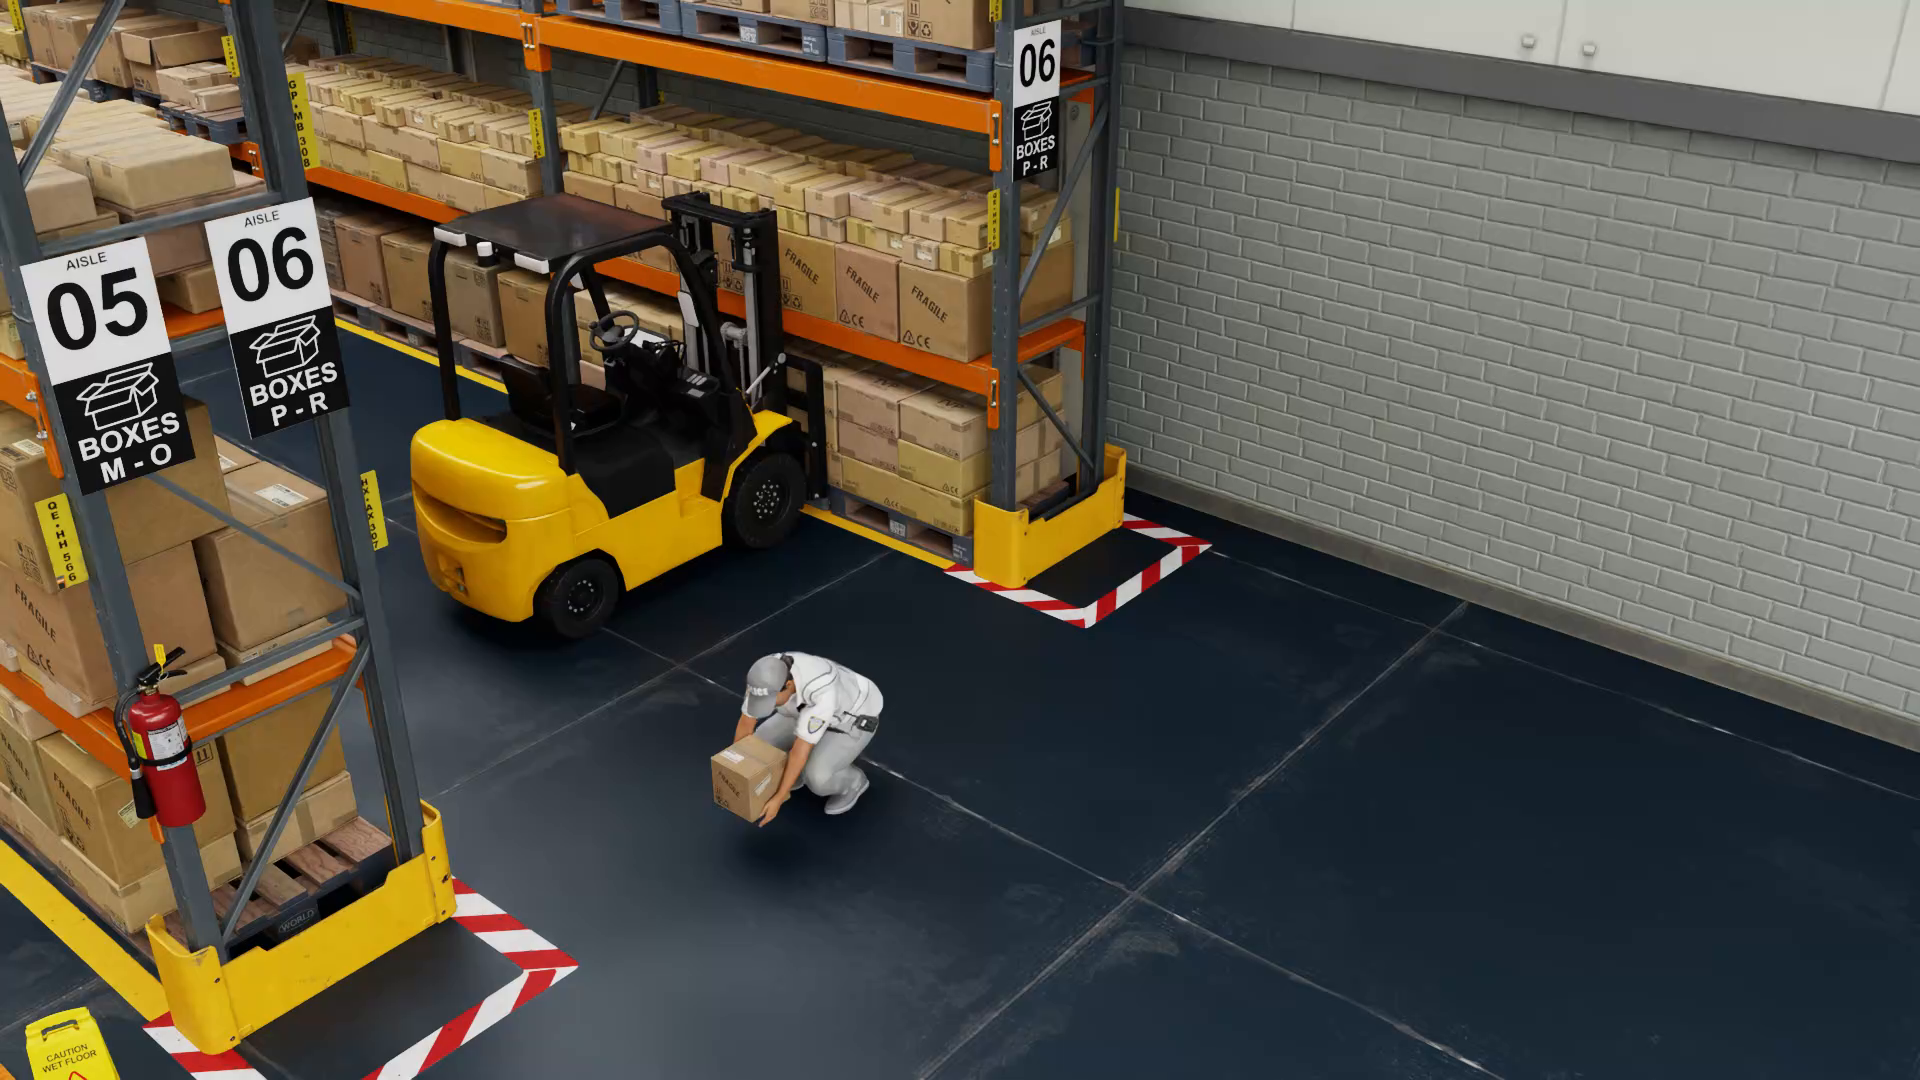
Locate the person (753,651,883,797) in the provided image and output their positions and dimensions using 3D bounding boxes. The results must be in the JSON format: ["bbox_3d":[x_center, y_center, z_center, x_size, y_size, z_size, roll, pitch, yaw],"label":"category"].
[{"bbox_3d":[-0.653,0.822,7.894,0.522,0.812,0.600,20,34,34],"label":"person"}]
